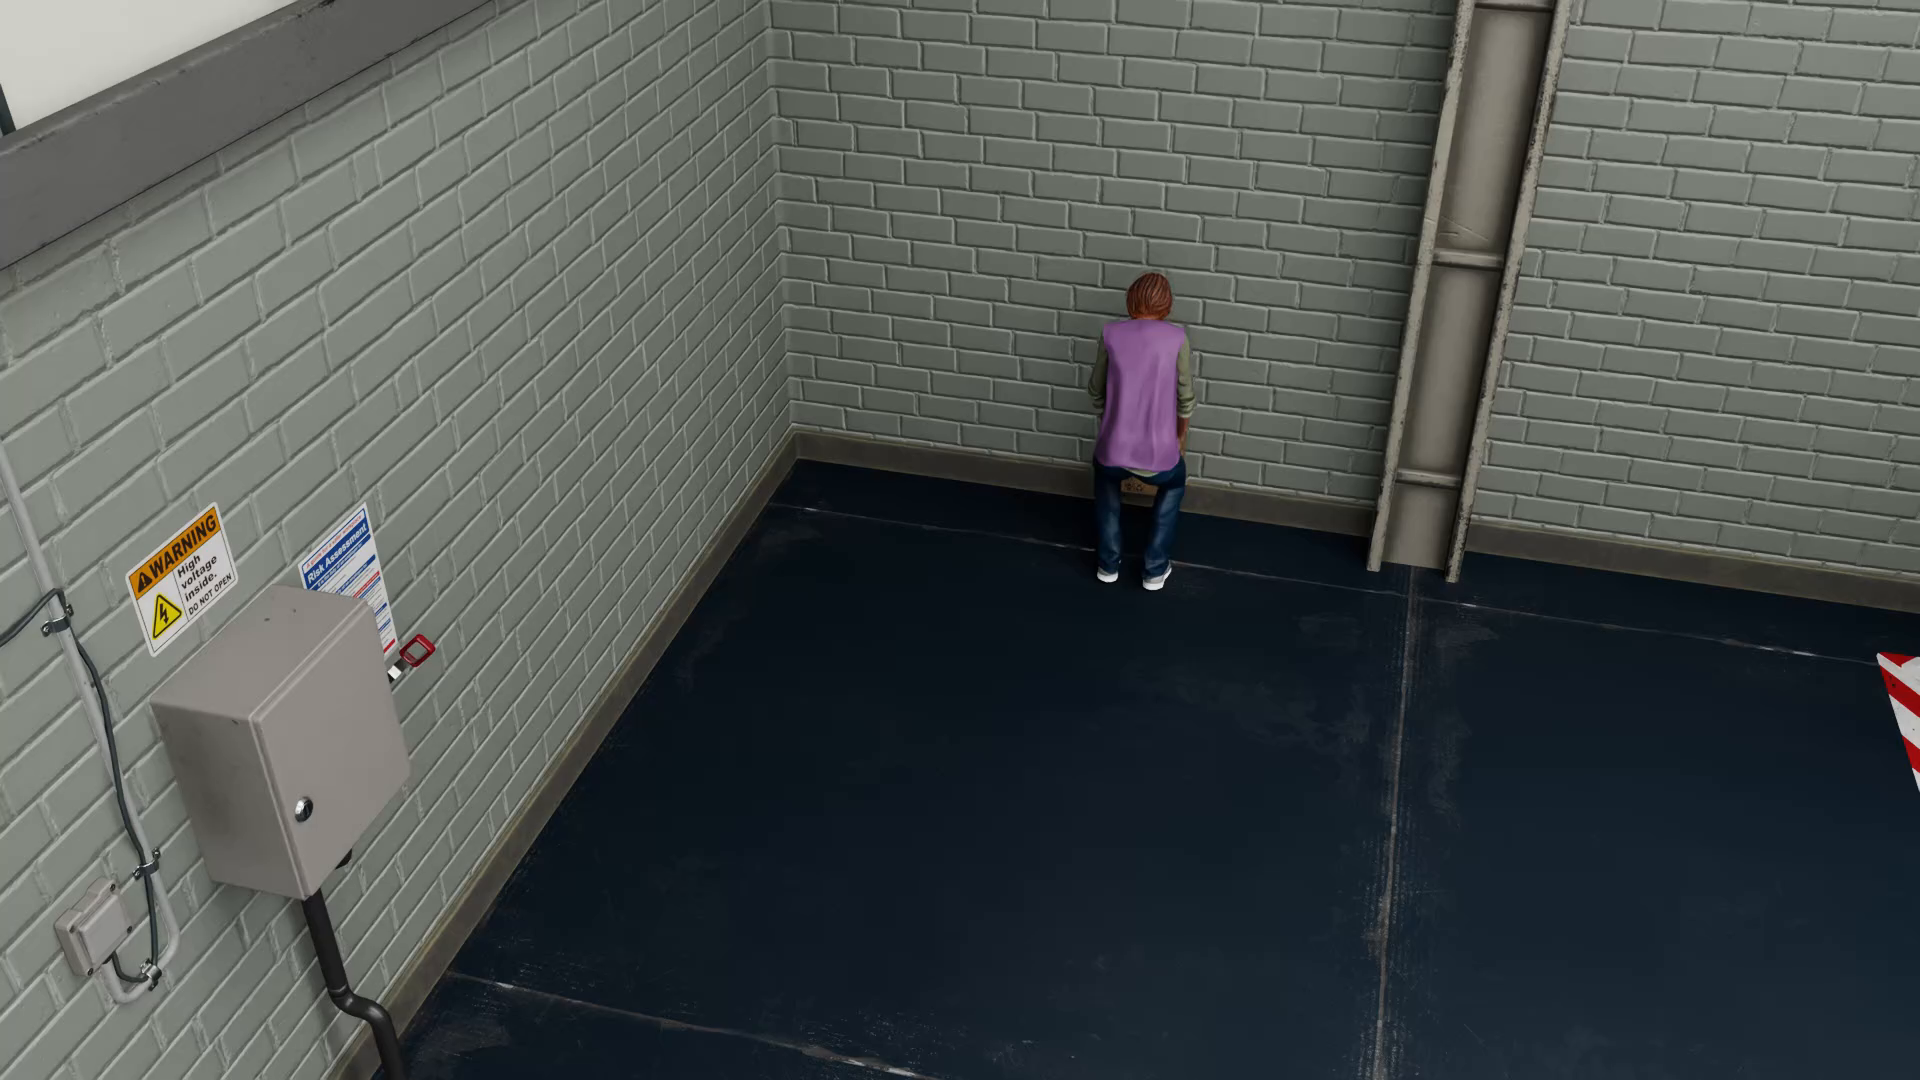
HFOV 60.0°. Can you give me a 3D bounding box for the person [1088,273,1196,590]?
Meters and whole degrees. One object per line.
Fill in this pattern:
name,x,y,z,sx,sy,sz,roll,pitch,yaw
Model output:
person,0.743,-0.422,7.060,0.462,1.311,0.639,8,34,13
